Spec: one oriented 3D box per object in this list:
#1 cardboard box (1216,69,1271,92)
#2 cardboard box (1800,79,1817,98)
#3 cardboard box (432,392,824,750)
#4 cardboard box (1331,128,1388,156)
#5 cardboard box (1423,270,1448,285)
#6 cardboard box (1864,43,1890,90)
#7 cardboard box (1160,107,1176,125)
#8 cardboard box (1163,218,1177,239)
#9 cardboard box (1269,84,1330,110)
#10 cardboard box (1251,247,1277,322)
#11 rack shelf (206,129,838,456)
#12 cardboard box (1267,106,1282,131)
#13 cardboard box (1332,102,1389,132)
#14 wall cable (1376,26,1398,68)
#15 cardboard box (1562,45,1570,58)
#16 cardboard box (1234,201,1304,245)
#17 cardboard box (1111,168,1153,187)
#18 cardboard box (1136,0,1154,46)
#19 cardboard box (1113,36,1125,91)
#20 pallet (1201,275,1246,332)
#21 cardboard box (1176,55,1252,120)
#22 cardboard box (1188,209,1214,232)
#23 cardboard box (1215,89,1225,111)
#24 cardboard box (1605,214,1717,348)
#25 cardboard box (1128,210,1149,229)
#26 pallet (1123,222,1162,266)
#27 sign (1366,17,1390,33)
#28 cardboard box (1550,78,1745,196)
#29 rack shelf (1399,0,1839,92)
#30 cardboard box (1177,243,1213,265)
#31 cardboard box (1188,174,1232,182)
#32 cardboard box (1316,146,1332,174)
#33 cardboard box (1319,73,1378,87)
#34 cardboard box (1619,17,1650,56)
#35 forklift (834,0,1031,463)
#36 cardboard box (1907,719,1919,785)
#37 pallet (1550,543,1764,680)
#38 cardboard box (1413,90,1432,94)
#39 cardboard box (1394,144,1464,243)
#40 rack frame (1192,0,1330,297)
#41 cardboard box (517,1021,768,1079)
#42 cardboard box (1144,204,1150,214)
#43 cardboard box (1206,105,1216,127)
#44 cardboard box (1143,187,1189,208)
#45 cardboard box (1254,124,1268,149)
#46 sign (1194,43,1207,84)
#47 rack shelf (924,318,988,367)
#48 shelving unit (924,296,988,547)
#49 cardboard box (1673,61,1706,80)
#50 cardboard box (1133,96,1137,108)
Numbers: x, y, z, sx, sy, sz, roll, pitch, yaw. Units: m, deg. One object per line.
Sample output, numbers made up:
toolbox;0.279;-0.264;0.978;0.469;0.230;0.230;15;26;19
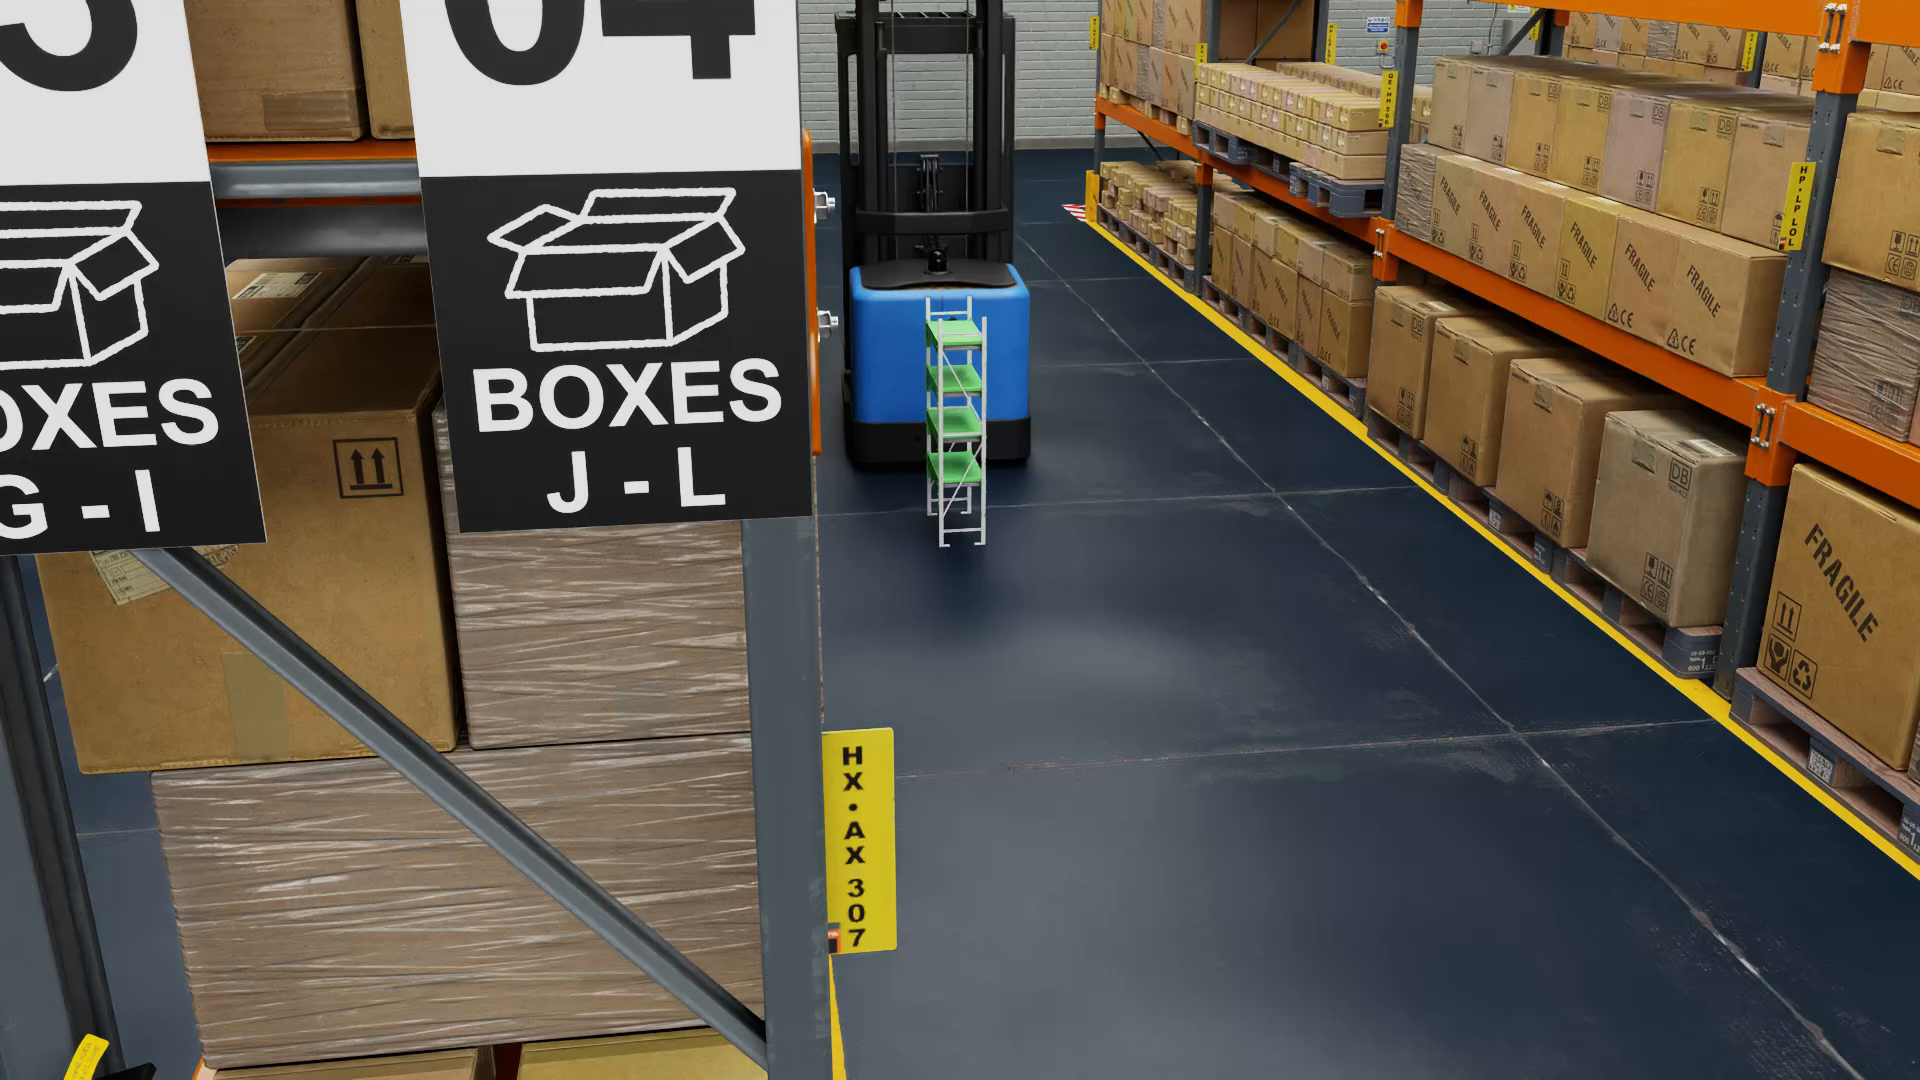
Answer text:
cardboard box;2.205;-3.558;12.865;0.380;0.149;0.250;-3;21;-7
cardboard box;7.293;-3.648;13.696;0.500;0.250;0.500;-3;21;-7
cardboard box;-0.480;-0.034;2.523;0.500;0.500;0.500;-3;21;-8
cardboard box;2.577;-2.527;10.528;0.380;0.149;0.250;-2;21;-7
cardboard box;3.239;-1.788;11.118;0.500;0.250;0.500;-4;21;-10
cardboard box;7.356;-3.830;13.111;0.500;0.500;0.500;-3;21;-9
cardboard box;2.044;-3.877;15.168;0.380;0.149;0.250;-4;21;-10
cardboard box;2.055;-2.824;15.039;0.380;0.149;0.250;-4;21;-10
cardboard box;2.390;-3.112;11.671;0.380;0.149;0.250;-2;21;-5
cardboard box;2.533;-1.938;12.590;0.500;0.500;0.500;-3;21;-7
rack shelf;-0.959;-0.936;3.676;1.077;0.370;4.000;-3;21;-8
cardboard box;2.389;-2.973;11.723;0.380;0.149;0.250;-2;21;-6
cardboard box;2.575;-2.665;10.472;0.380;0.149;0.250;-4;21;-10
wall cable;5.994;-7.657;23.432;0.585;1.953;0.123;-3;21;-8
cardboard box;6.615;-5.081;17.890;0.500;0.500;0.500;-3;21;-8
cardboard box;2.447;-2.469;12.940;0.500;0.250;0.500;-2;21;-6
cardboard box;1.753;-3.688;16.929;0.380;0.149;0.250;-3;21;-8
cardboard box;1.957;-4.884;15.509;0.500;0.500;0.500;-4;21;-9
cardboard box;1.839;-4.763;16.613;0.500;0.500;0.500;-3;21;-8
pallet;2.636;-1.969;13.687;1.003;0.211;1.213;-3;21;-8
cardboard box;2.173;-3.885;14.262;0.500;0.500;0.500;-3;21;-8
cardboard box;2.213;-2.795;14.537;0.380;0.149;0.250;-2;21;-6
cardboard box;2.201;-3.425;12.933;0.380;0.149;0.250;-2;21;-6
cardboard box;3.263;-1.164;7.403;0.500;0.500;0.500;-3;21;-8
cardboard box;1.875;-3.153;16.347;0.380;0.149;0.250;-4;21;-10
pallet;2.211;-2.893;16.160;1.003;0.211;1.213;-3;21;-8
sign;5.937;-7.311;23.618;0.327;0.218;0.001;-3;21;-8
cardboard box;3.378;-1.990;8.185;0.700;0.500;0.500;-3;21;-8
rack shelf;3.387;-2.536;7.960;1.077;0.370;4.000;-3;21;-8
cardboard box;2.129;-2.525;14.664;0.380;0.149;0.250;-3;21;-7
cardboard box;2.484;-3.543;16.540;0.380;0.149;0.250;-2;21;-6
cardboard box;2.539;-2.473;10.809;0.380;0.149;0.250;-3;21;-8
cardboard box;2.918;-3.415;12.481;0.380;0.149;0.250;-4;21;-10
cardboard box;6.853;-5.020;16.299;0.500;0.500;0.500;-3;21;-8
forklift;-0.227;-2.296;10.674;1.130;2.935;3.031;-2;21;-5
cardboard box;3.831;0.556;5.376;0.875;0.875;0.875;-3;21;-7
pallet;3.490;0.268;7.698;1.003;0.211;1.213;-3;21;-8
cardboard box;3.114;-2.958;11.256;0.380;0.149;0.250;-4;21;-10
cardboard box;2.897;-2.038;9.743;0.500;0.500;0.500;-3;21;-7
rack frame;2.522;-3.545;13.921;1.000;3.000;0.127;-3;21;-8
cardboard box;-0.476;0.832;2.561;0.380;0.149;0.250;-3;21;-8
cardboard box;2.016;-3.285;16.274;0.380;0.149;0.250;-2;21;-5
cardboard box;2.170;-3.369;13.208;0.380;0.149;0.250;-3;21;-7
cardboard box;1.953;-3.243;15.736;0.380;0.149;0.250;-4;21;-10
cardboard box;2.351;-2.925;12.021;0.380;0.149;0.250;-4;21;-10
sign;1.986;-3.921;13.689;0.100;0.325;0.005;-3;21;-8
rack shelf;-0.024;-1.009;8.514;0.258;0.148;0.480;-3;21;-8
shelving unit;-0.024;-0.619;8.660;0.258;1.200;0.503;-3;21;-8
cardboard box;7.007;-4.202;15.537;0.500;0.500;0.500;-3;21;-9
cardboard box;1.919;-4.324;16.365;0.380;0.149;0.250;-3;21;-8
